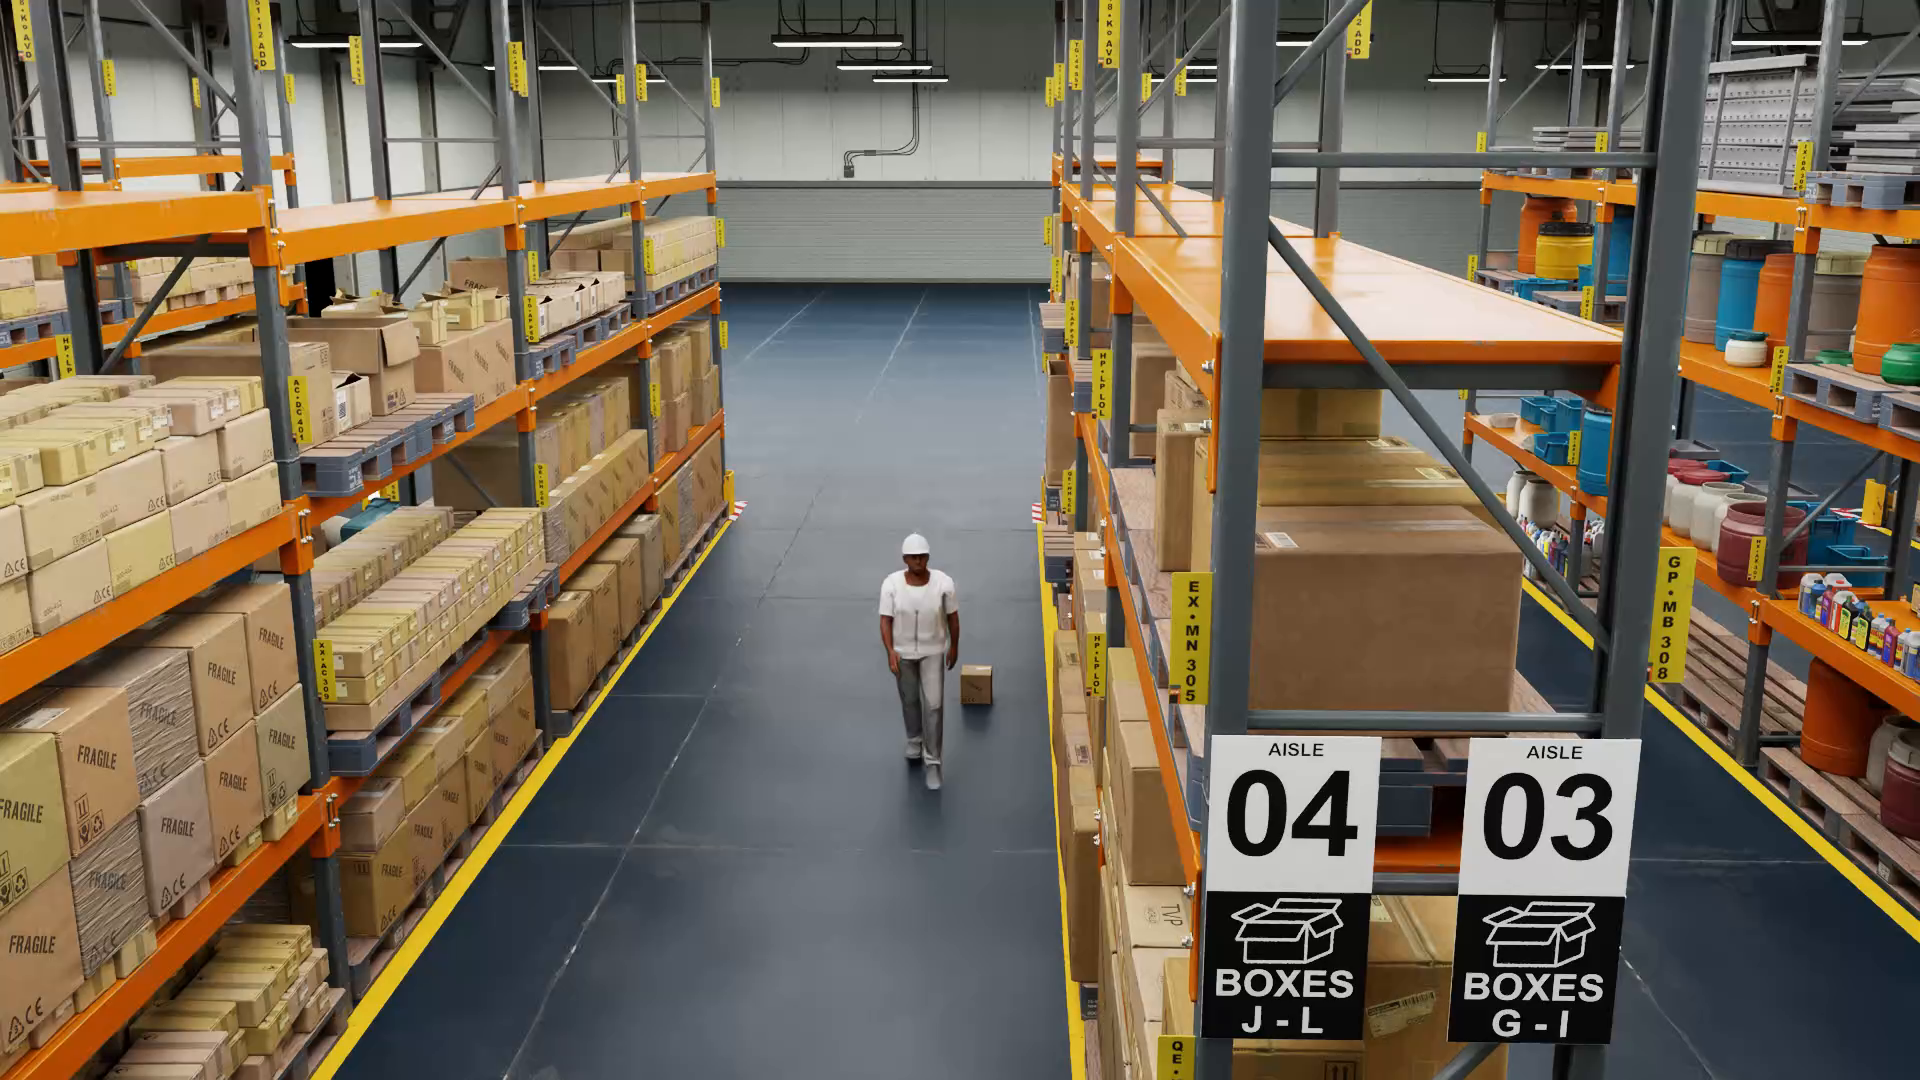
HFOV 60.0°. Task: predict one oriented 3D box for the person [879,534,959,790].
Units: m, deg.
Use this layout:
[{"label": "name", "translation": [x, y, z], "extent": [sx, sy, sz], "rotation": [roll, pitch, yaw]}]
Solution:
[{"label": "person", "translation": [-0.300, 0.854, 12.041], "extent": [0.571, 1.816, 0.756], "rotation": [1, 14, 4]}]
